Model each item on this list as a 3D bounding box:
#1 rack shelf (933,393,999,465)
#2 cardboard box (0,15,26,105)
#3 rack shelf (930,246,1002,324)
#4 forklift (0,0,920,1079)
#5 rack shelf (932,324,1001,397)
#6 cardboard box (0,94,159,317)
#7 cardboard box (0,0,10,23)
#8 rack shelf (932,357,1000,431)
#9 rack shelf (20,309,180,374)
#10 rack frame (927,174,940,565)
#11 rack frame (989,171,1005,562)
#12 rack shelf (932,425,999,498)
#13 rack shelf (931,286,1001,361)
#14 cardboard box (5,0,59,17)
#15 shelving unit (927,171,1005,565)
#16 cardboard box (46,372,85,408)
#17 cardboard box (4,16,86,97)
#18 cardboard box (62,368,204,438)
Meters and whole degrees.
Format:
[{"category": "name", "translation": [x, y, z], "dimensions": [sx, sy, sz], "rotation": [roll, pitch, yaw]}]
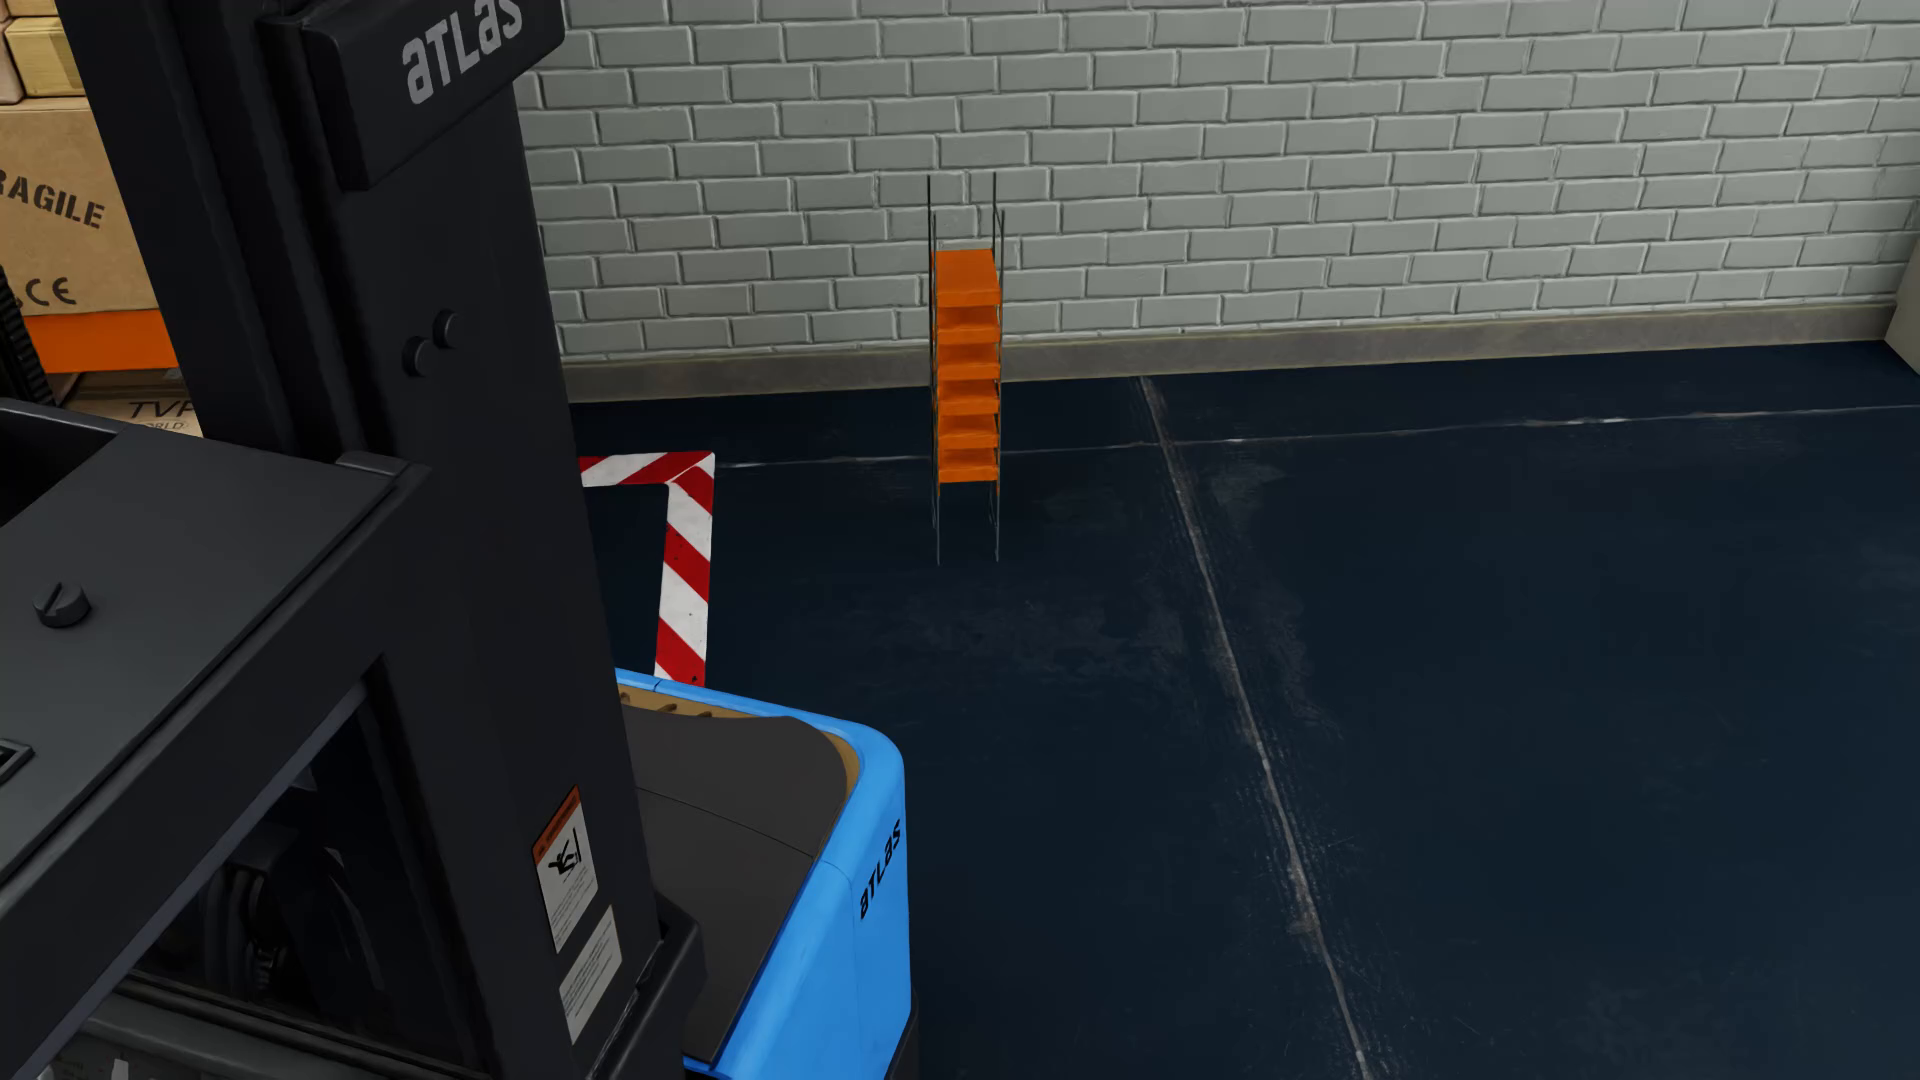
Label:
[{"category": "rack shelf", "translation": [0.014, -0.343, 4.981], "dimensions": [0.180, 0.103, 0.258], "rotation": [-3, 38, -4]}, {"category": "cardboard box", "translation": [-2.124, -1.086, 3.600], "dimensions": [0.250, 0.149, 0.380], "rotation": [-3, 38, -3]}, {"category": "rack shelf", "translation": [0.014, -0.720, 4.684], "dimensions": [0.180, 0.103, 0.258], "rotation": [-3, 38, -4]}, {"category": "forklift", "translation": [-1.023, 0.825, 1.838], "dimensions": [1.130, 2.935, 3.031], "rotation": [11, 40, 14]}, {"category": "rack shelf", "translation": [0.014, -0.531, 4.833], "dimensions": [0.180, 0.103, 0.258], "rotation": [-3, 38, -4]}, {"category": "cardboard box", "translation": [-2.018, -0.866, 3.846], "dimensions": [0.500, 0.500, 0.500], "rotation": [-4, 38, -5]}, {"category": "cardboard box", "translation": [-2.132, -1.244, 3.561], "dimensions": [0.250, 0.149, 0.380], "rotation": [-3, 38, -4]}, {"category": "rack shelf", "translation": [0.014, -0.437, 4.907], "dimensions": [0.180, 0.103, 0.258], "rotation": [-3, 38, -4]}, {"category": "rack shelf", "translation": [-3.544, -0.624, 4.200], "dimensions": [4.000, 0.370, 1.077], "rotation": [-3, 38, -4]}, {"category": "rack frame", "translation": [-0.077, -0.467, 4.873], "dimensions": [0.006, 1.200, 0.240], "rotation": [-3, 38, -4]}, {"category": "rack frame", "translation": [0.106, -0.477, 4.886], "dimensions": [0.006, 1.200, 0.240], "rotation": [-3, 38, -4]}, {"category": "rack shelf", "translation": [0.014, -0.249, 5.056], "dimensions": [0.180, 0.103, 0.258], "rotation": [-3, 38, -4]}, {"category": "rack shelf", "translation": [0.014, -0.625, 4.758], "dimensions": [0.180, 0.103, 0.258], "rotation": [-3, 38, -4]}, {"category": "cardboard box", "translation": [-1.890, -1.277, 3.602], "dimensions": [0.250, 0.149, 0.380], "rotation": [-3, 38, -4]}, {"category": "shelving unit", "translation": [0.014, -0.472, 4.879], "dimensions": [0.189, 1.200, 0.258], "rotation": [-3, 38, -4]}, {"category": "cardboard box", "translation": [-2.491, -0.245, 4.212], "dimensions": [0.500, 0.250, 0.500], "rotation": [-2, 38, -3]}, {"category": "cardboard box", "translation": [-1.872, -1.118, 3.641], "dimensions": [0.250, 0.149, 0.380], "rotation": [-3, 38, -3]}, {"category": "cardboard box", "translation": [-1.982, -0.276, 4.252], "dimensions": [0.500, 0.250, 0.500], "rotation": [-2, 38, -2]}]
